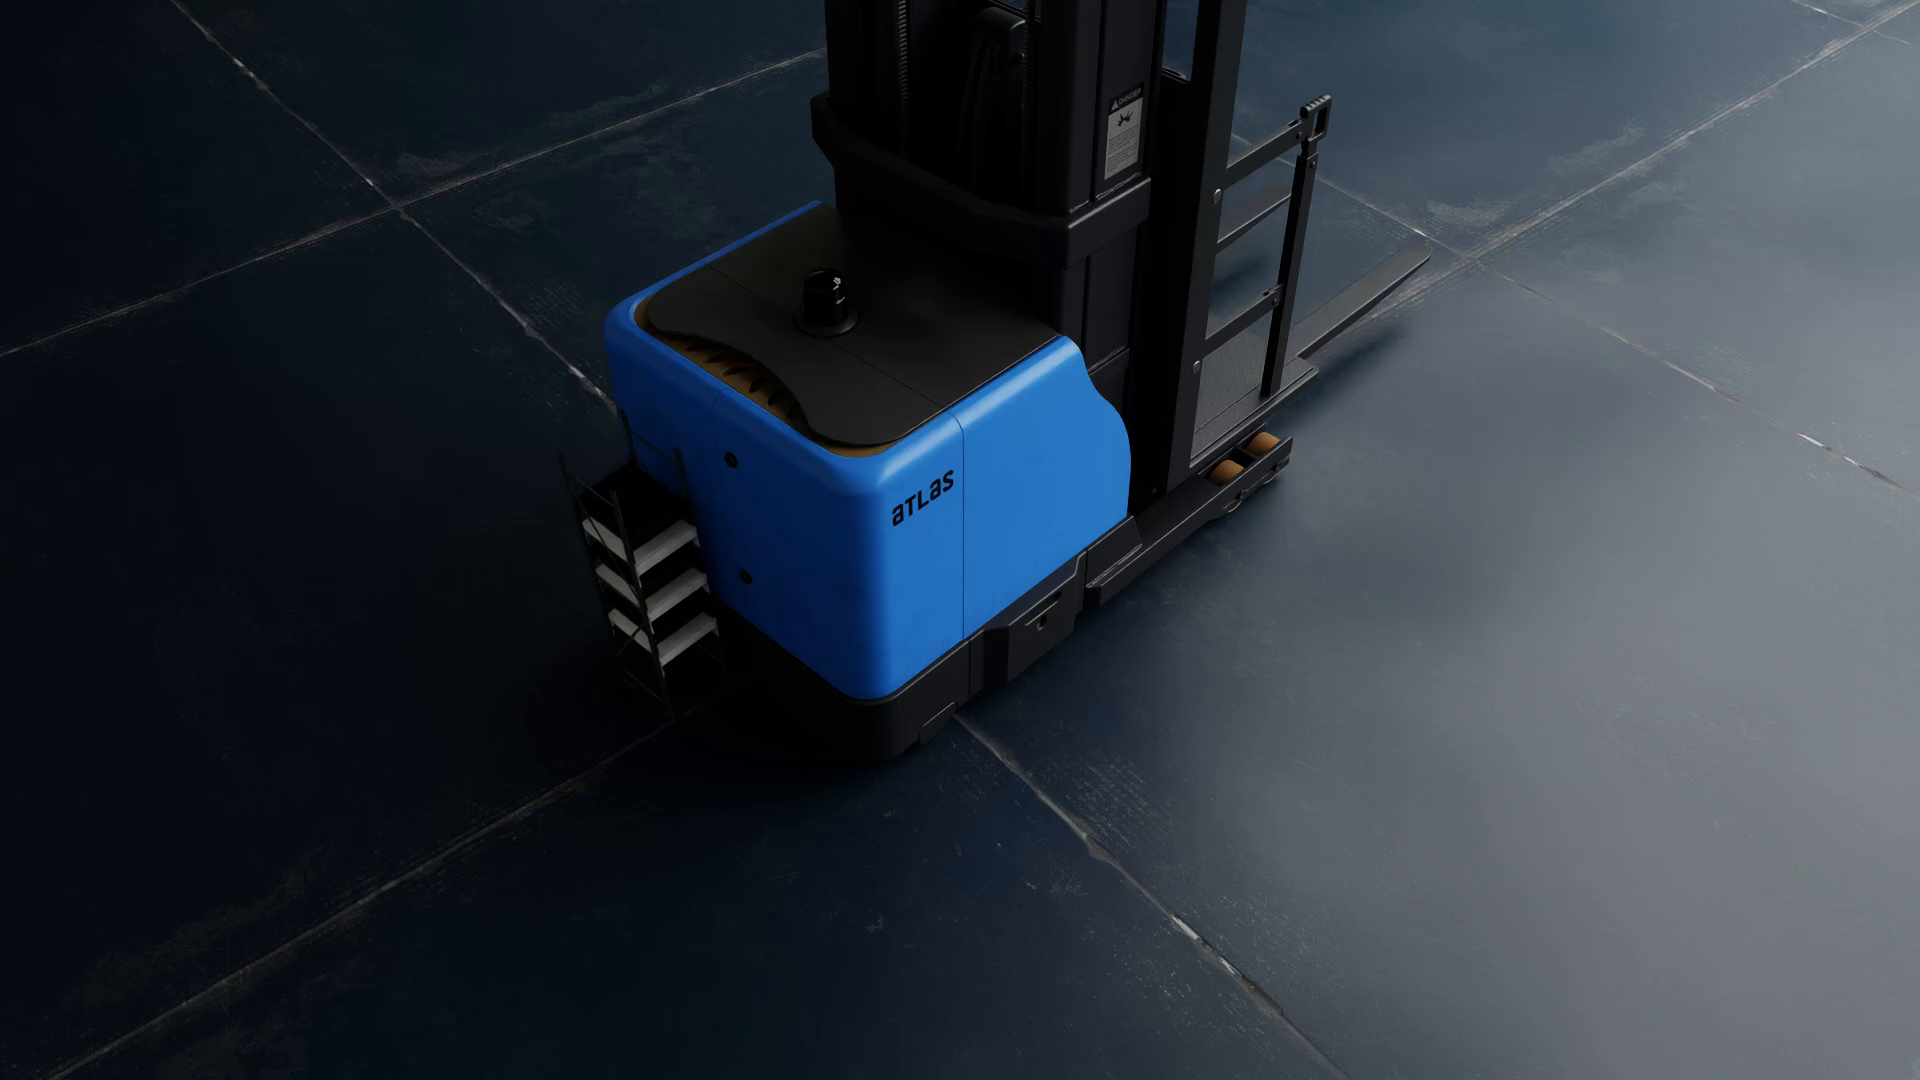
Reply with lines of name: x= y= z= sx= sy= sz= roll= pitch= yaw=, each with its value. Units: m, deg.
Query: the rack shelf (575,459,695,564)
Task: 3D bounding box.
rack shelf: x=-0.851 y=-0.077 z=4.322 sx=0.258 sy=0.077 sz=0.200 roll=33 pitch=56 yaw=30

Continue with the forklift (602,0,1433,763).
forklift: x=0.434 y=-1.377 z=4.575 sx=1.130 sy=2.935 sz=3.031 roll=33 pitch=53 yaw=30

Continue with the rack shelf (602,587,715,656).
rack shelf: x=-0.837 y=0.175 z=4.579 sx=0.258 sy=0.077 sz=0.200 roll=33 pitch=56 yaw=30

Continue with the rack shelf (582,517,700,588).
rack shelf: x=-0.847 y=-0.014 z=4.386 sx=0.258 sy=0.077 sz=0.200 roll=33 pitch=56 yaw=30

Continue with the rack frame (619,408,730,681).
rack frame: x=-0.771 y=0.034 z=4.540 sx=0.240 sy=0.900 sz=0.006 roll=33 pitch=56 yaw=30

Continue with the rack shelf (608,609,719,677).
rack shelf: x=-0.833 y=0.238 z=4.643 sx=0.258 sy=0.077 sz=0.200 roll=33 pitch=56 yaw=30

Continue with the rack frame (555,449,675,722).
rack frame: x=-0.912 y=0.143 z=4.441 sx=0.240 sy=0.900 sz=0.006 roll=33 pitch=56 yaw=30

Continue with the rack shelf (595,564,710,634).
rack shelf: x=-0.840 y=0.112 z=4.514 sx=0.258 sy=0.077 sz=0.200 roll=33 pitch=56 yaw=30

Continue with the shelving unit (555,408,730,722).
shelving unit: x=-0.841 y=0.088 z=4.491 sx=0.258 sy=0.900 sz=0.210 roll=33 pitch=56 yaw=30

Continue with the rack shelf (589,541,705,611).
rack shelf: x=-0.844 y=0.049 z=4.450 sx=0.258 sy=0.077 sz=0.200 roll=33 pitch=56 yaw=30
